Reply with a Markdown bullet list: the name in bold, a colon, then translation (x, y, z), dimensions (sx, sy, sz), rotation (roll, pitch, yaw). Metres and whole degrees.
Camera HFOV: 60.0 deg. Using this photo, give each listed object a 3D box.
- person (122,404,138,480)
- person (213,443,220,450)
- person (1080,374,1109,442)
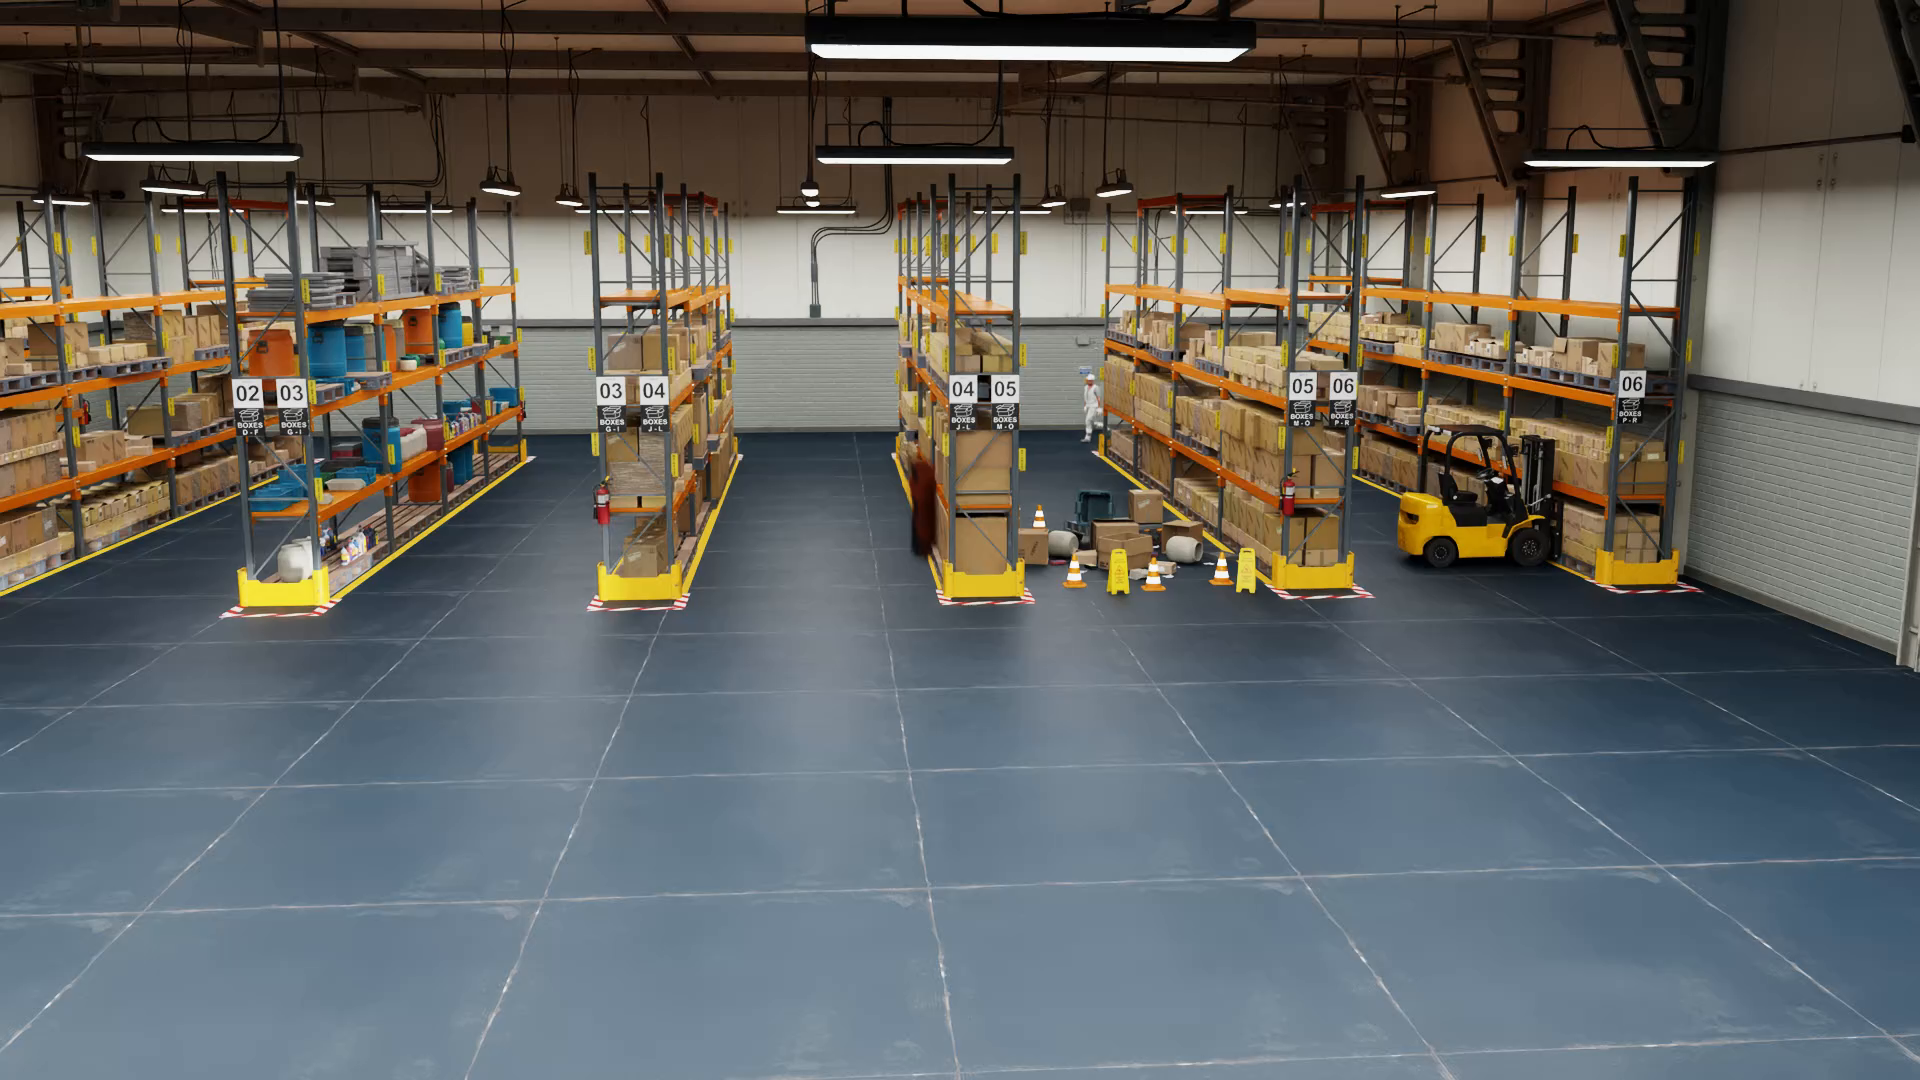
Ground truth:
- **person**: translation (-17.915, -2.155, 36.134), dimensions (0.540, 1.617, 1.012), rotation (-1, 10, -6)
- **person**: translation (-18.207, -2.933, 40.282), dimensions (0.911, 1.735, 0.531), rotation (1, 10, 6)
- **person**: translation (3.470, -3.416, 42.985), dimensions (0.929, 1.755, 0.524), rotation (-5, 11, -24)
